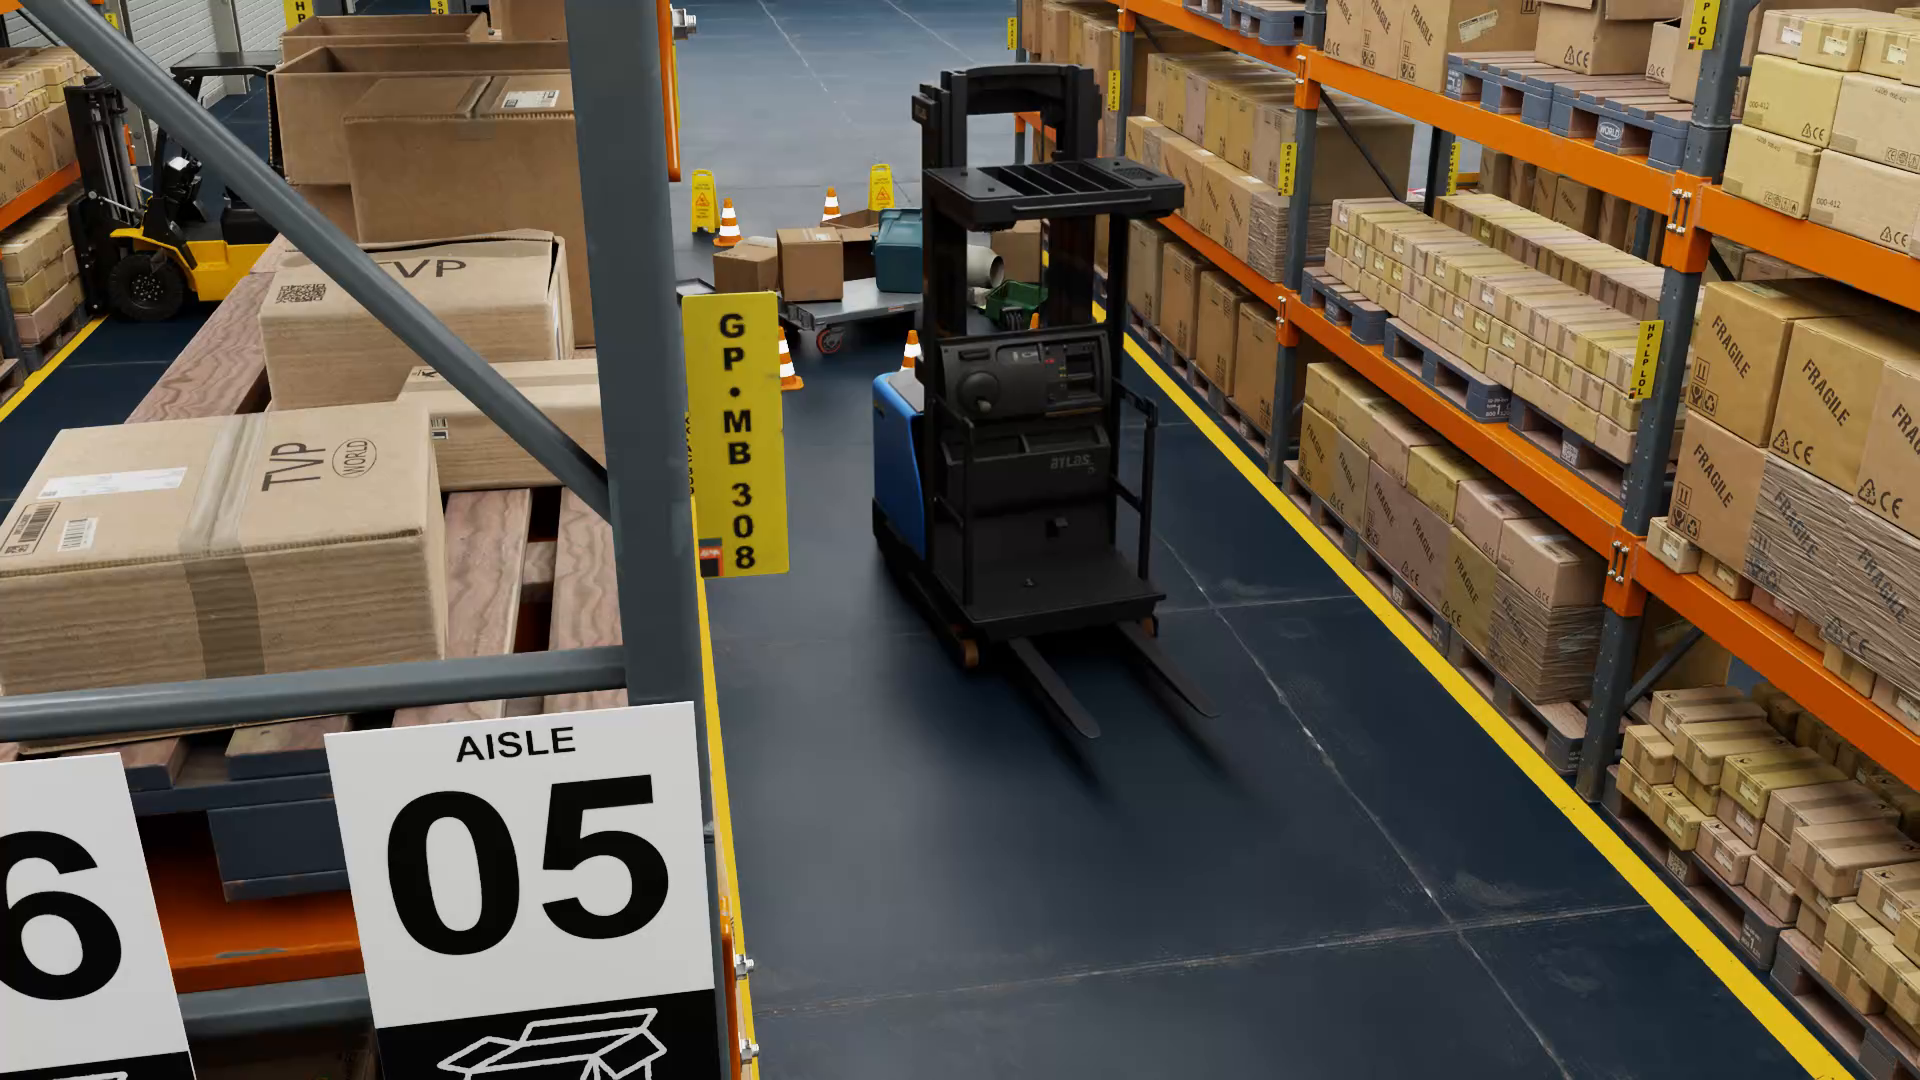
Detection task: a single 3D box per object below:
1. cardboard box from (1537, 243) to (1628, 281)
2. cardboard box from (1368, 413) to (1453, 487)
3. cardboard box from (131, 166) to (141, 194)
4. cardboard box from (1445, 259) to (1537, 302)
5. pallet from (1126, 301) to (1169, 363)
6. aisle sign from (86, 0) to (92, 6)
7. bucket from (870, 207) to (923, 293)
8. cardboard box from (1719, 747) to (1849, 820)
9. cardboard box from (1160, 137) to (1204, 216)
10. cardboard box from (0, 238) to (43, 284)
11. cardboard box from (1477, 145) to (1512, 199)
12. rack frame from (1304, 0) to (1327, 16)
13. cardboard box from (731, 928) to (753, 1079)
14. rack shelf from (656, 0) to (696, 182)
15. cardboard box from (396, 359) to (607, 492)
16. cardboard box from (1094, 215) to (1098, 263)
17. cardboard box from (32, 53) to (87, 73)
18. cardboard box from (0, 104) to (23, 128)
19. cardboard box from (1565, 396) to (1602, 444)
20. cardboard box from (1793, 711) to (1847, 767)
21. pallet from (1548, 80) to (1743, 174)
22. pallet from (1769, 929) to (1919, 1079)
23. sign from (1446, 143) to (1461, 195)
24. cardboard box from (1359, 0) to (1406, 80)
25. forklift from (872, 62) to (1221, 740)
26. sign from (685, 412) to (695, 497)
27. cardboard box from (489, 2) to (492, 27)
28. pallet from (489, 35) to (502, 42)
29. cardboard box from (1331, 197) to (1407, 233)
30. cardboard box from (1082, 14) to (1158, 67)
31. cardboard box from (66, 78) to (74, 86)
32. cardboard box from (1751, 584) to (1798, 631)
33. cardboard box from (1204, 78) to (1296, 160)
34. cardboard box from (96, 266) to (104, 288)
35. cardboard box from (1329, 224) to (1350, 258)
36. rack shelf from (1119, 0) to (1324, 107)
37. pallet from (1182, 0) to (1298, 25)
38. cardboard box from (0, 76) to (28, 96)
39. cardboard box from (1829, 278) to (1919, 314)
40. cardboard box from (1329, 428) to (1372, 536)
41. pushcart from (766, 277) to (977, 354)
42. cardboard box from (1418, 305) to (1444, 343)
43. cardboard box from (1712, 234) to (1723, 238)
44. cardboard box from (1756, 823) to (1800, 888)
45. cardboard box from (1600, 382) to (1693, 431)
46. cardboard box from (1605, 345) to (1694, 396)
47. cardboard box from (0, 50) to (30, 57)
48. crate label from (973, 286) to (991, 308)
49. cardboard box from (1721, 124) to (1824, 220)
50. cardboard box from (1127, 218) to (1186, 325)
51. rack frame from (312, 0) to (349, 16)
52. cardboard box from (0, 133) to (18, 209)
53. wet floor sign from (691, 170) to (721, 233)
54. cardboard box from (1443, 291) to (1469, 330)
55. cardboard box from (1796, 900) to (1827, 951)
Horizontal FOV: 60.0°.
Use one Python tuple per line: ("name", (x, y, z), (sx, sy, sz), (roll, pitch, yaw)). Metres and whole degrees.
("cardboard box", (3.355, -1.494, 8.970), (0.380, 0.149, 0.250), (-3, 24, -7))
("cardboard box", (2.640, -0.519, 9.351), (0.500, 0.250, 0.500), (-4, 24, -9))
("cardboard box", (-8.234, -3.416, 15.986), (0.500, 0.250, 0.500), (-4, 24, -8))
("cardboard box", (2.759, -1.351, 8.641), (0.380, 0.149, 0.250), (-5, 24, -10))
("pallet", (2.054, -1.810, 14.130), (1.003, 0.211, 1.213), (-4, 24, -10))
("aisle sign", (-8.349, -5.423, 15.671), (0.394, 0.787, 0.004), (-4, 24, -10))
("bucket", (-0.453, -2.465, 14.337), (0.726, 0.611, 0.620), (4, 34, 9))
("cardboard box", (3.265, 0.962, 6.594), (0.380, 0.149, 0.250), (-5, 24, -10))
("cardboard box", (1.854, -2.809, 12.809), (0.500, 0.500, 0.500), (-4, 24, -10))
("cardboard box", (-7.667, -2.215, 13.235), (0.500, 0.250, 0.500), (-5, 24, -11))
("cardboard box", (6.090, -4.086, 18.457), (0.500, 0.500, 0.500), (0, 24, 0))
("rack frame", (2.577, -4.561, 9.451), (1.000, 3.000, 0.127), (-4, 24, -10))
("cardboard box", (-0.598, 1.027, 2.777), (0.500, 0.500, 0.500), (-5, 24, -11))
("rack shelf", (-1.159, -1.282, 3.341), (1.077, 0.370, 4.000), (-4, 24, -10))
("cardboard box", (-0.765, -0.202, 2.882), (0.380, 0.149, 0.250), (-3, 24, -8))
("cardboard box", (1.620, -3.211, 15.985), (0.875, 0.875, 0.875), (-4, 24, -9))
("cardboard box", (-8.201, -4.342, 15.138), (0.380, 0.149, 0.250), (-4, 24, -9))
("cardboard box", (-7.784, -3.403, 13.359), (0.380, 0.149, 0.250), (-4, 24, -9))
("cardboard box", (3.000, -0.560, 7.573), (0.380, 0.149, 0.250), (-4, 24, -9))
("cardboard box", (3.725, 0.821, 6.917), (0.380, 0.149, 0.250), (-4, 24, -9))
("pallet", (3.308, -1.778, 7.060), (1.213, 0.211, 1.003), (-4, 24, -10))
("pallet", (3.705, 1.782, 5.907), (1.003, 0.211, 1.213), (-4, 24, -10))
("sign", (3.109, -2.350, 10.536), (0.100, 0.325, 0.005), (-4, 24, -10))
("cardboard box", (2.521, -2.792, 9.023), (0.500, 0.500, 0.500), (-4, 24, -10))
("forklift", (0.422, -0.845, 8.524), (1.130, 2.935, 3.031), (-8, 25, -17))
("sign", (-0.984, -0.307, 6.025), (0.100, 0.325, 0.005), (-4, 24, -10))
("cardboard box", (-2.579, -3.426, 10.469), (0.797, 0.503, 0.637), (-4, 24, -10))
("pallet", (-2.097, -2.445, 8.588), (1.213, 0.211, 1.003), (-3, 24, -7))
("cardboard box", (2.473, -1.964, 10.046), (0.380, 0.149, 0.250), (-4, 24, -10))
("cardboard box", (1.623, -4.527, 15.331), (0.875, 0.550, 0.550), (-4, 24, -10))
("cardboard box", (-8.091, -4.007, 14.741), (0.380, 0.149, 0.250), (-5, 24, -11))
("cardboard box", (3.269, 0.209, 6.337), (0.380, 0.149, 0.250), (-5, 24, -12))
("cardboard box", (2.217, -3.095, 12.214), (0.700, 0.500, 0.500), (-5, 24, -10))
("cardboard box", (-7.944, -2.358, 14.813), (0.500, 0.250, 0.500), (-4, 24, -8))
("cardboard box", (2.469, -1.821, 10.089), (0.380, 0.149, 0.250), (-3, 24, -7))
("rack shelf", (2.207, -3.644, 11.996), (1.077, 0.370, 4.000), (-4, 24, -10))
("pallet", (2.196, -3.789, 11.666), (1.003, 0.211, 1.213), (-3, 24, -7))
("cardboard box", (-7.969, -3.738, 13.754), (0.380, 0.149, 0.250), (-4, 24, -10))
("cardboard box", (3.670, -0.714, 6.392), (0.500, 0.500, 0.500), (-5, 24, -12))
("cardboard box", (2.554, -0.364, 9.935), (0.500, 0.500, 0.500), (-4, 24, -9))
("pushcart", (-0.777, -1.966, 14.280), (1.648, 0.377, 0.936), (-13, 27, -28))
("cardboard box", (2.709, -1.177, 8.987), (0.380, 0.149, 0.250), (-4, 24, -9))
("cardboard box", (6.823, -2.526, 14.859), (0.700, 0.500, 0.500), (-6, 24, -14))
("cardboard box", (3.332, 1.198, 6.426), (0.380, 0.149, 0.250), (-6, 24, -12))
("cardboard box", (3.049, -0.594, 7.281), (0.380, 0.149, 0.250), (-4, 24, -8))
("cardboard box", (3.051, -0.732, 7.225), (0.380, 0.149, 0.250), (-3, 24, -7))
("cardboard box", (-8.786, -4.406, 15.284), (0.380, 0.149, 0.250), (-3, 24, -8))
("crate label", (0.139, -2.218, 15.157), (0.250, 0.136, 0.298), (18, 29, 36))
("cardboard box", (3.143, -1.343, 6.017), (0.500, 0.250, 0.500), (-3, 24, -7))
("cardboard box", (2.041, -2.309, 14.076), (1.050, 0.750, 0.750), (-4, 24, -10))
("rack frame", (-1.529, -2.582, 4.918), (1.000, 3.000, 0.127), (-4, 24, -10))
("cardboard box", (-7.711, -2.850, 12.903), (0.500, 0.500, 0.500), (-5, 24, -11))
("wet floor sign", (-2.732, -3.628, 17.750), (0.267, 0.644, 0.232), (4, 24, 9))
("cardboard box", (2.763, -1.208, 8.687), (0.380, 0.149, 0.250), (-3, 24, -8))
("cardboard box", (3.395, 1.440, 6.242), (0.380, 0.149, 0.250), (-5, 24, -12))
